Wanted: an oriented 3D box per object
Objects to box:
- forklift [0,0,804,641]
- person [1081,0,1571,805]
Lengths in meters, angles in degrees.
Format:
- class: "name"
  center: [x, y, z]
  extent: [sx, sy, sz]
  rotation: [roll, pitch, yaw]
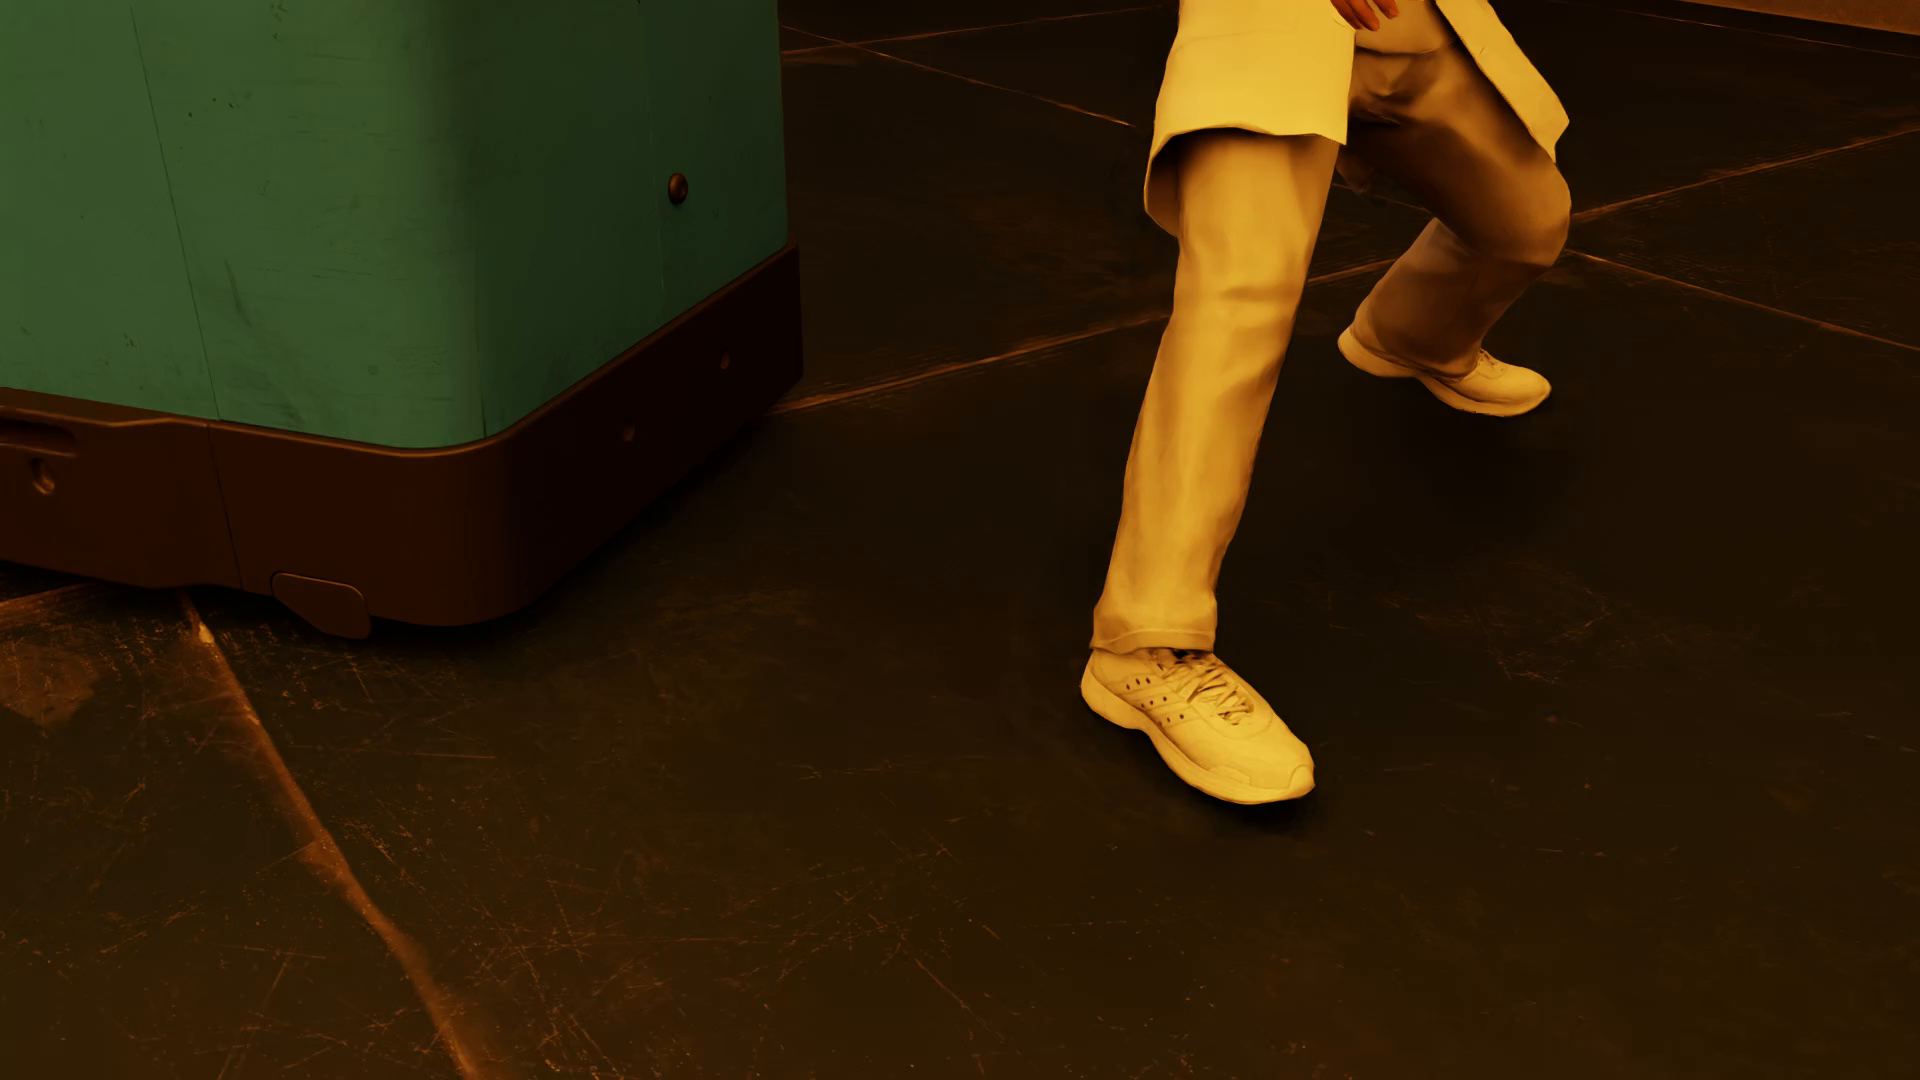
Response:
- class: "forklift"
  center: [-1.848, -1.567, 2.356]
  extent: [3.031, 2.935, 1.130]
  rotation: [9, 28, 17]
- class: "person"
  center: [0.613, -0.692, 2.143]
  extent: [1.268, 1.568, 1.023]
  rotation: [-14, 30, -26]
